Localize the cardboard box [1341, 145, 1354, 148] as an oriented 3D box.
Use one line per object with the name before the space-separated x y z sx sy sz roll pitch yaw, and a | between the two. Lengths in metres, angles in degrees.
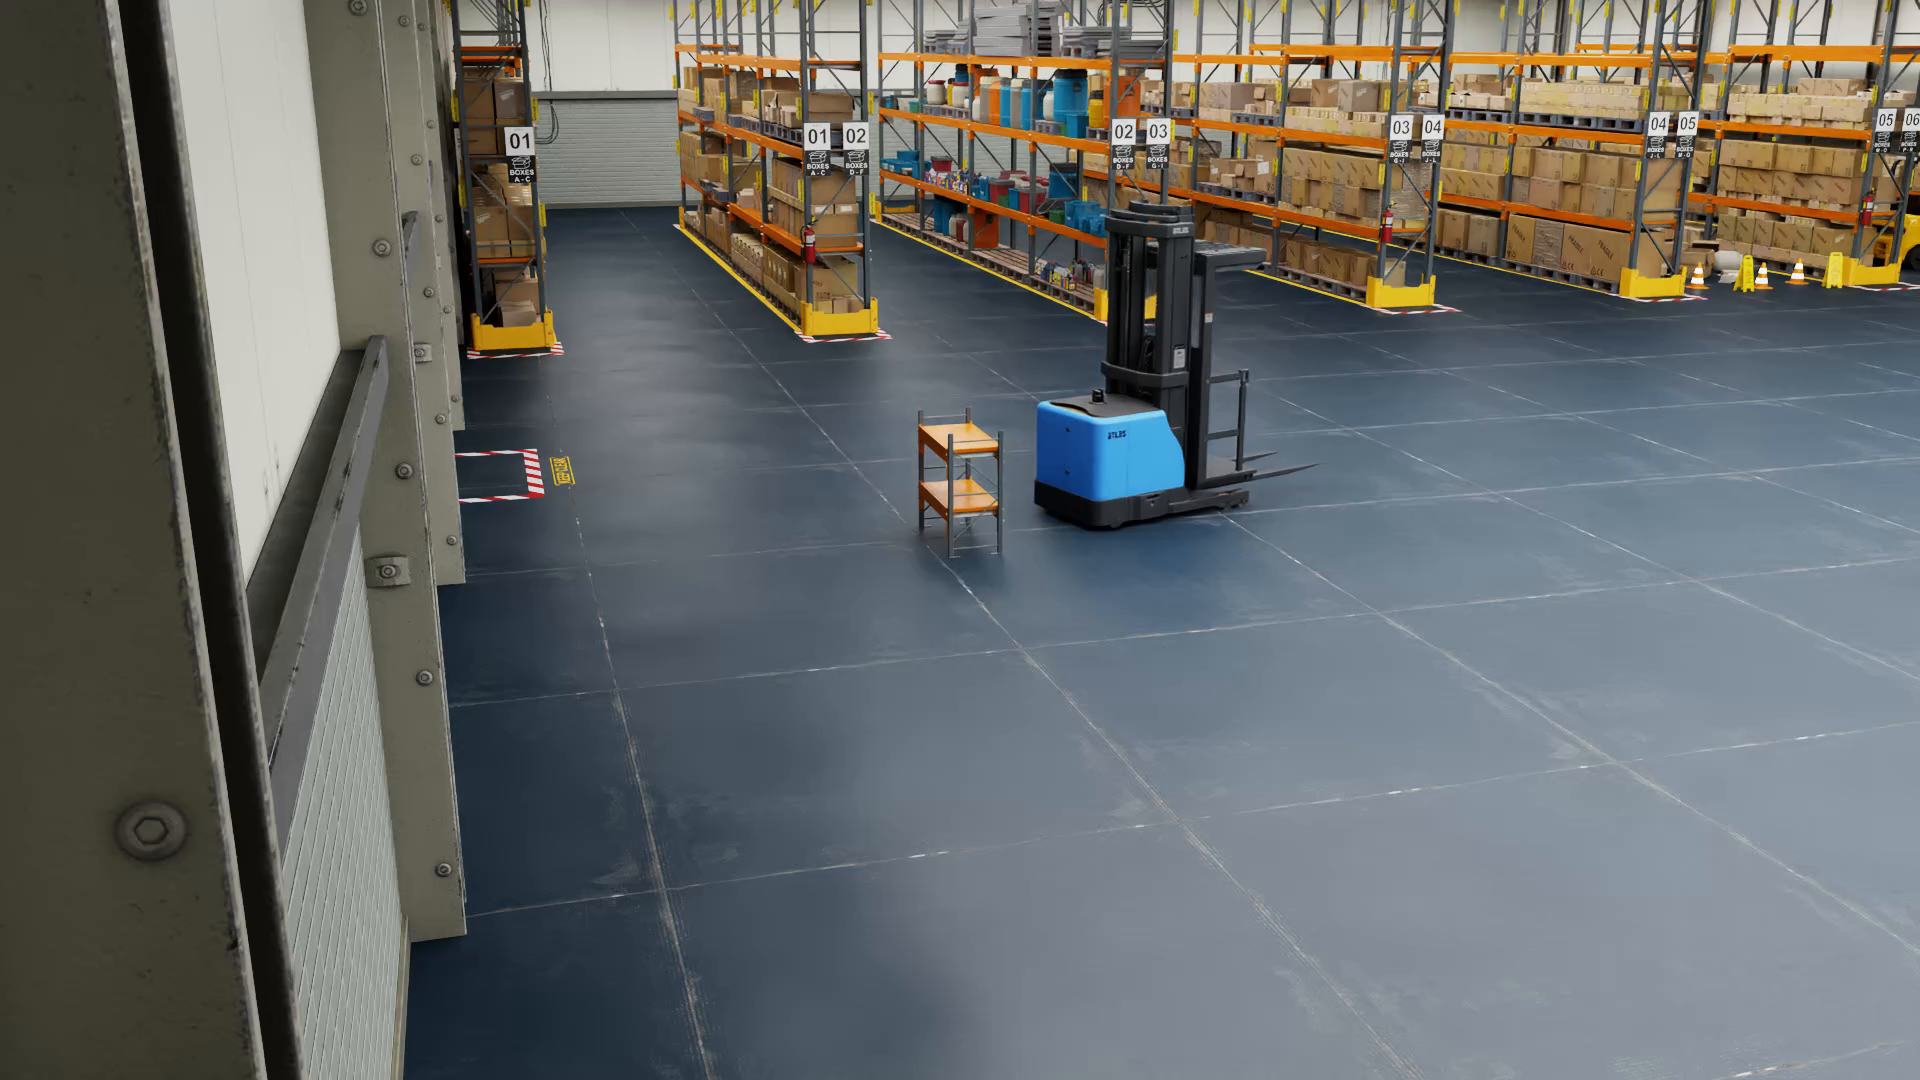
cardboard box | 9.429 -9.439 40.132 0.380 0.149 0.250 -4 17 -13

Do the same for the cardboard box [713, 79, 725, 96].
cardboard box | -4.754 -9.242 34.513 0.600 0.600 0.600 -5 18 -17

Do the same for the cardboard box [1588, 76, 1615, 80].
cardboard box | 17.538 -12.550 45.477 0.500 0.250 0.500 -5 17 -16

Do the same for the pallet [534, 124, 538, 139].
pallet | -7.822 -6.943 28.262 1.213 0.211 1.003 -5 17 -15

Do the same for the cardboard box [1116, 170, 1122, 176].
cardboard box | 3.936 -8.743 39.579 0.380 0.149 0.250 -5 17 -15

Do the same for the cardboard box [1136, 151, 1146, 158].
cardboard box | 4.518 -9.157 38.603 0.797 0.503 0.637 -5 17 -17

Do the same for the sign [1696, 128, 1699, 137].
sign | 19.167 -10.581 43.249 0.100 0.325 0.005 -5 17 -15

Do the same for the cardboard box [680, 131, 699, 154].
cardboard box | -6.422 -9.512 39.791 0.500 0.500 0.500 -4 17 -14

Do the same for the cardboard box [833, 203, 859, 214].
cardboard box | -1.794 -5.187 26.004 0.380 0.149 0.250 -5 17 -16

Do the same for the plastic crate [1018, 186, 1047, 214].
plastic crate | 1.344 -6.341 31.034 0.402 0.464 0.583 -5 17 -15

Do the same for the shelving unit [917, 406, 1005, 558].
shelving unit | -0.002 -0.541 15.094 0.538 1.125 1.048 -5 17 -15

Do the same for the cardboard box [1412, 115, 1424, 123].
cardboard box | 7.779 -7.136 28.145 0.380 0.149 0.250 -5 17 -16

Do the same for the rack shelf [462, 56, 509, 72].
rack shelf | -9.404 -9.414 32.893 1.077 0.370 4.000 -5 17 -15

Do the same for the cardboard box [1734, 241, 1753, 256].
cardboard box | 16.122 -5.928 33.822 0.500 0.250 0.500 -4 17 -12

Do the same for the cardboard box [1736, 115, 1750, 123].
cardboard box | 15.927 -8.509 33.586 0.380 0.149 0.250 -5 17 -15

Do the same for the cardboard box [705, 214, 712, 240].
cardboard box | -5.293 -6.883 36.531 0.500 0.500 0.500 -6 18 -18

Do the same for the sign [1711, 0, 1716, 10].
sign | 12.965 -9.288 28.630 0.100 0.325 0.005 -5 17 -15

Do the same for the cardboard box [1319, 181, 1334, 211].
cardboard box | 7.033 -6.240 30.118 0.875 0.500 0.500 -5 17 -15

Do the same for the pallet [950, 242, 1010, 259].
pallet | 0.415 -6.186 35.477 1.003 0.211 1.213 -5 17 -15

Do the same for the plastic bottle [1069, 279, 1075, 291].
plastic bottle | 1.944 -4.438 28.909 0.097 0.201 0.097 0 17 0

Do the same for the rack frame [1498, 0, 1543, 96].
rack frame | 13.863 -12.461 41.093 1.000 3.000 0.127 -5 17 -15

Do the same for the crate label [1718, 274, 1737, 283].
crate label | 14.553 -4.946 31.477 0.298 0.136 0.250 16 23 42

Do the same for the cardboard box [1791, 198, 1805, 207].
cardboard box | 16.434 -6.583 32.390 0.380 0.149 0.250 -5 17 -16

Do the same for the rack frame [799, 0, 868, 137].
rack frame | -1.893 -7.577 24.831 1.000 3.000 0.127 -5 17 -15

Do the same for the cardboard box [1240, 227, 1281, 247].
cardboard box | 6.118 -6.065 33.808 0.700 0.500 0.500 -6 18 -20

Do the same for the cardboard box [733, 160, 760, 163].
cardboard box | -4.441 -7.599 34.429 0.700 0.500 0.500 -1 17 -5

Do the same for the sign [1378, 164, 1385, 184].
sign | 7.093 -6.153 27.958 0.100 0.325 0.005 -5 17 -15

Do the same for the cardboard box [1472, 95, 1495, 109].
cardboard box | 10.779 -8.894 33.788 0.500 0.250 0.500 -5 17 -16

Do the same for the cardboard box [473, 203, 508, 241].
cardboard box | -6.989 -4.721 24.676 0.500 0.500 0.500 -5 17 -16

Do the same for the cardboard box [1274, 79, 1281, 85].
cardboard box | 8.179 -11.600 42.136 0.380 0.149 0.250 -4 17 -14

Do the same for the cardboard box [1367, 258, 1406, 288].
cardboard box | 7.477 -4.664 29.176 0.500 0.500 0.500 -1 17 -5

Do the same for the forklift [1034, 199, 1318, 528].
forklift | 2.237 -1.815 16.199 3.031 2.935 1.130 -11 20 -32

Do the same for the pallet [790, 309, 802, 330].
pallet | -2.144 -3.576 26.788 1.003 0.211 1.213 -5 17 -15

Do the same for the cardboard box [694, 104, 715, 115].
cardboard box | -5.581 -9.501 36.712 0.500 0.250 0.500 -5 17 -15

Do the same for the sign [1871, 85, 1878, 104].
sign | 16.622 -8.091 30.219 0.100 0.325 0.005 -5 17 -15

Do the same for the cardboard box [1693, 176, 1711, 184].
cardboard box | 15.655 -7.577 34.966 0.380 0.149 0.250 -4 17 -14

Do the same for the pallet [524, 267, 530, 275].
pallet | -8.641 -4.972 31.435 1.003 0.211 1.213 -5 17 -15

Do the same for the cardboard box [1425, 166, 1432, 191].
cardboard box | 10.237 -7.825 35.911 0.500 0.500 0.500 -5 17 -16

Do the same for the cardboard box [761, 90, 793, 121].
cardboard box | -3.108 -7.402 28.318 0.500 0.500 0.500 -3 17 -11

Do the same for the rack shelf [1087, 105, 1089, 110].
rack shelf | 3.785 -10.450 40.862 1.077 0.370 4.000 -5 17 -15

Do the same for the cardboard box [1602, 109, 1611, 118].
cardboard box | 11.803 -7.691 29.958 0.380 0.149 0.250 -5 17 -15

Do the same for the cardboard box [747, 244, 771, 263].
cardboard box | -3.664 -5.334 30.867 0.500 0.311 0.500 -5 17 -15

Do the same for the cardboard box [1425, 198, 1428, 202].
cardboard box | 10.274 -7.636 37.767 0.500 0.250 0.500 -6 18 -18

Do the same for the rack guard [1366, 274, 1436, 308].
rack guard | 7.612 -4.309 28.727 1.175 0.500 0.348 -5 17 -15

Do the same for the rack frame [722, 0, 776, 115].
rack frame | -4.092 -9.789 32.198 1.000 3.000 0.127 -5 17 -15

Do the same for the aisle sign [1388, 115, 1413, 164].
aisle sign | 7.361 -6.690 27.788 0.394 0.787 0.004 -5 17 -15

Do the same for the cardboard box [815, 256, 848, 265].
cardboard box | -2.116 -4.388 27.390 0.500 0.500 0.500 -5 17 -15

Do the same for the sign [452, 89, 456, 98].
sign | -8.287 -7.245 27.358 0.100 0.325 0.005 -5 17 -15

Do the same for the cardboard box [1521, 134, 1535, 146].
cardboard box | 14.010 -9.693 40.393 0.500 0.500 0.500 -5 17 -17

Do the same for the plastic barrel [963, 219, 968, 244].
plastic barrel | 0.280 -6.600 35.601 0.421 0.512 0.421 0 17 0

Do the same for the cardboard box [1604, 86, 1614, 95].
cardboard box | 11.800 -8.075 29.850 0.380 0.149 0.250 -4 17 -14

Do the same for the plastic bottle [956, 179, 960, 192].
plastic bottle | -0.034 -7.528 35.322 0.097 0.271 0.097 0 17 0

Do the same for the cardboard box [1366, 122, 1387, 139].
cardboard box | 7.256 -6.964 28.265 0.500 0.250 0.500 -4 17 -14

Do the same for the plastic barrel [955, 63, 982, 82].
plastic barrel | 0.189 -9.831 35.949 0.600 0.901 0.708 -5 17 -15

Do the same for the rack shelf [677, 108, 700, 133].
rack shelf | -5.741 -9.668 38.258 1.077 0.370 4.000 -5 17 -15

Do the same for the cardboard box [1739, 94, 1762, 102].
cardboard box | 15.934 -8.891 33.472 0.380 0.149 0.250 -4 17 -14
